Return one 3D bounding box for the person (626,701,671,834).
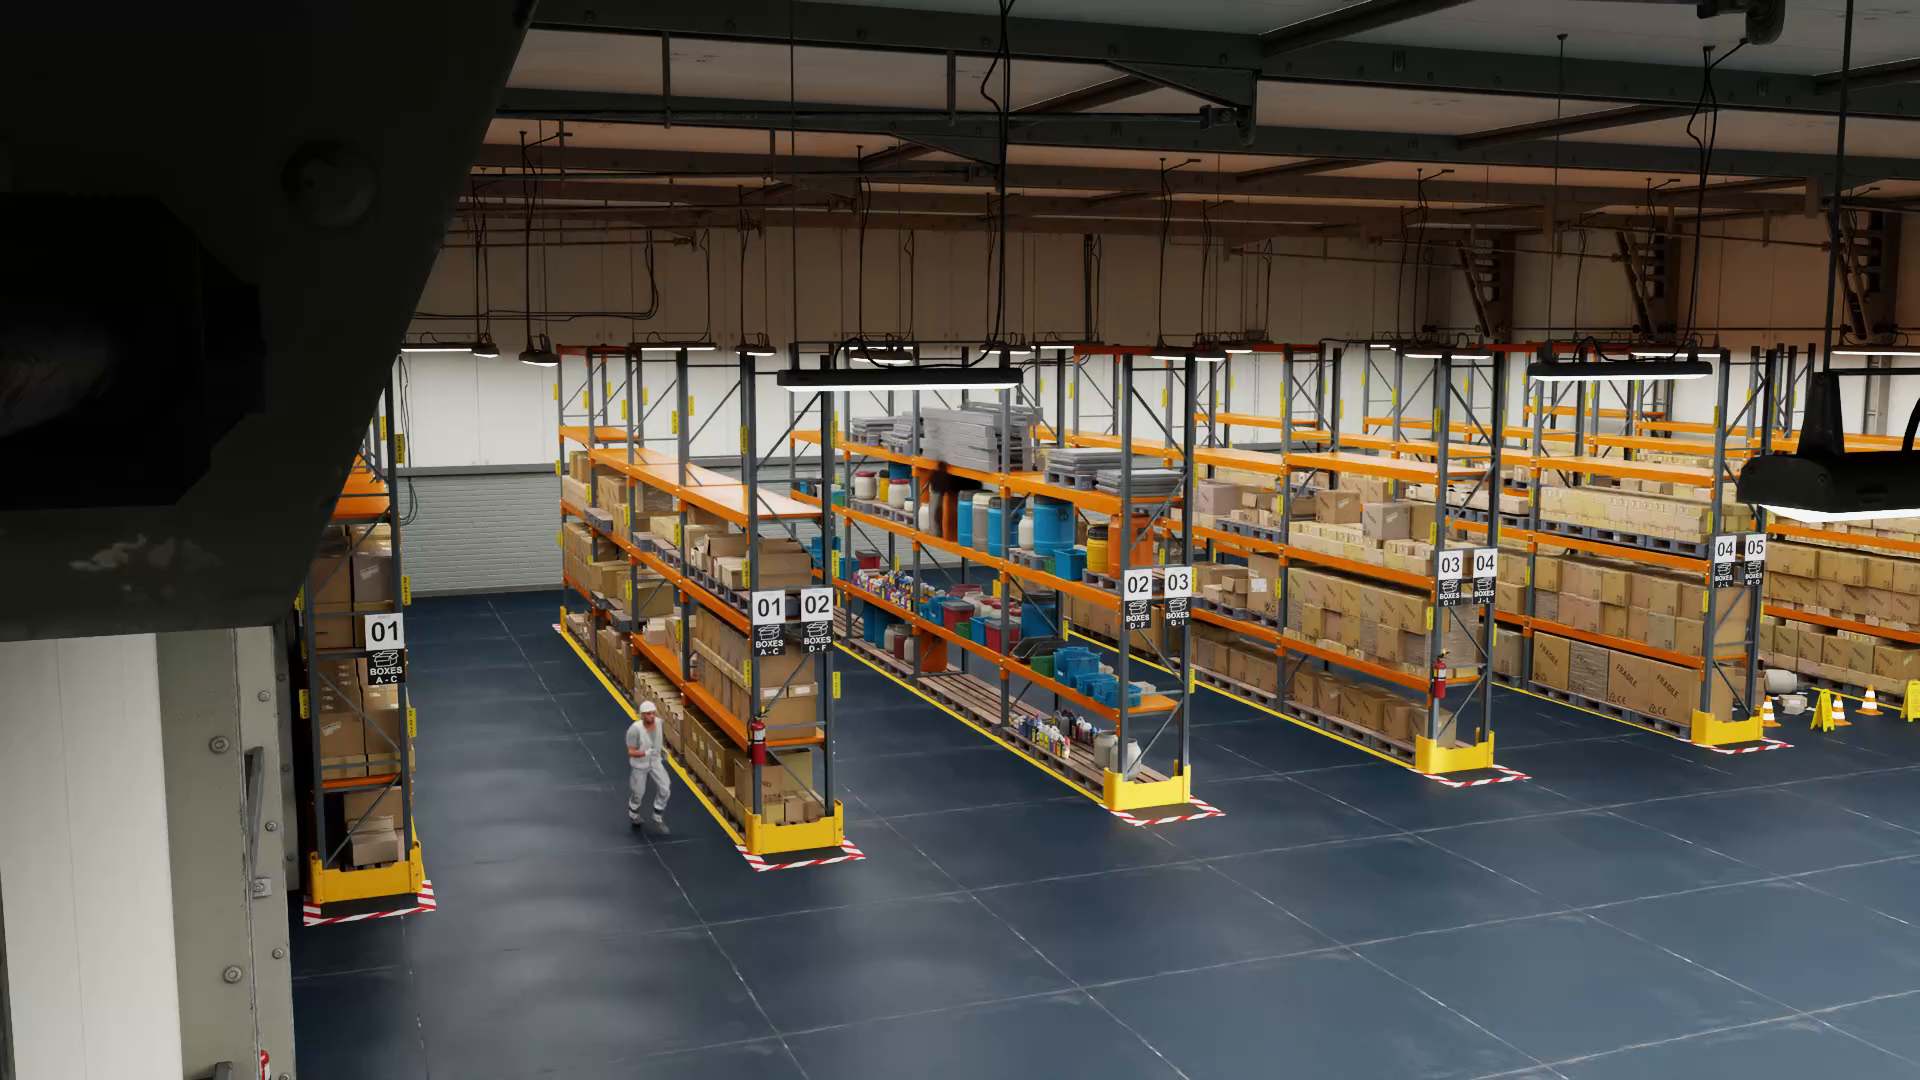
[{"bbox_3d":[-3.920,2.829,20.843,0.622,1.724,0.947,-4,8,-31],"label":"person"}]
